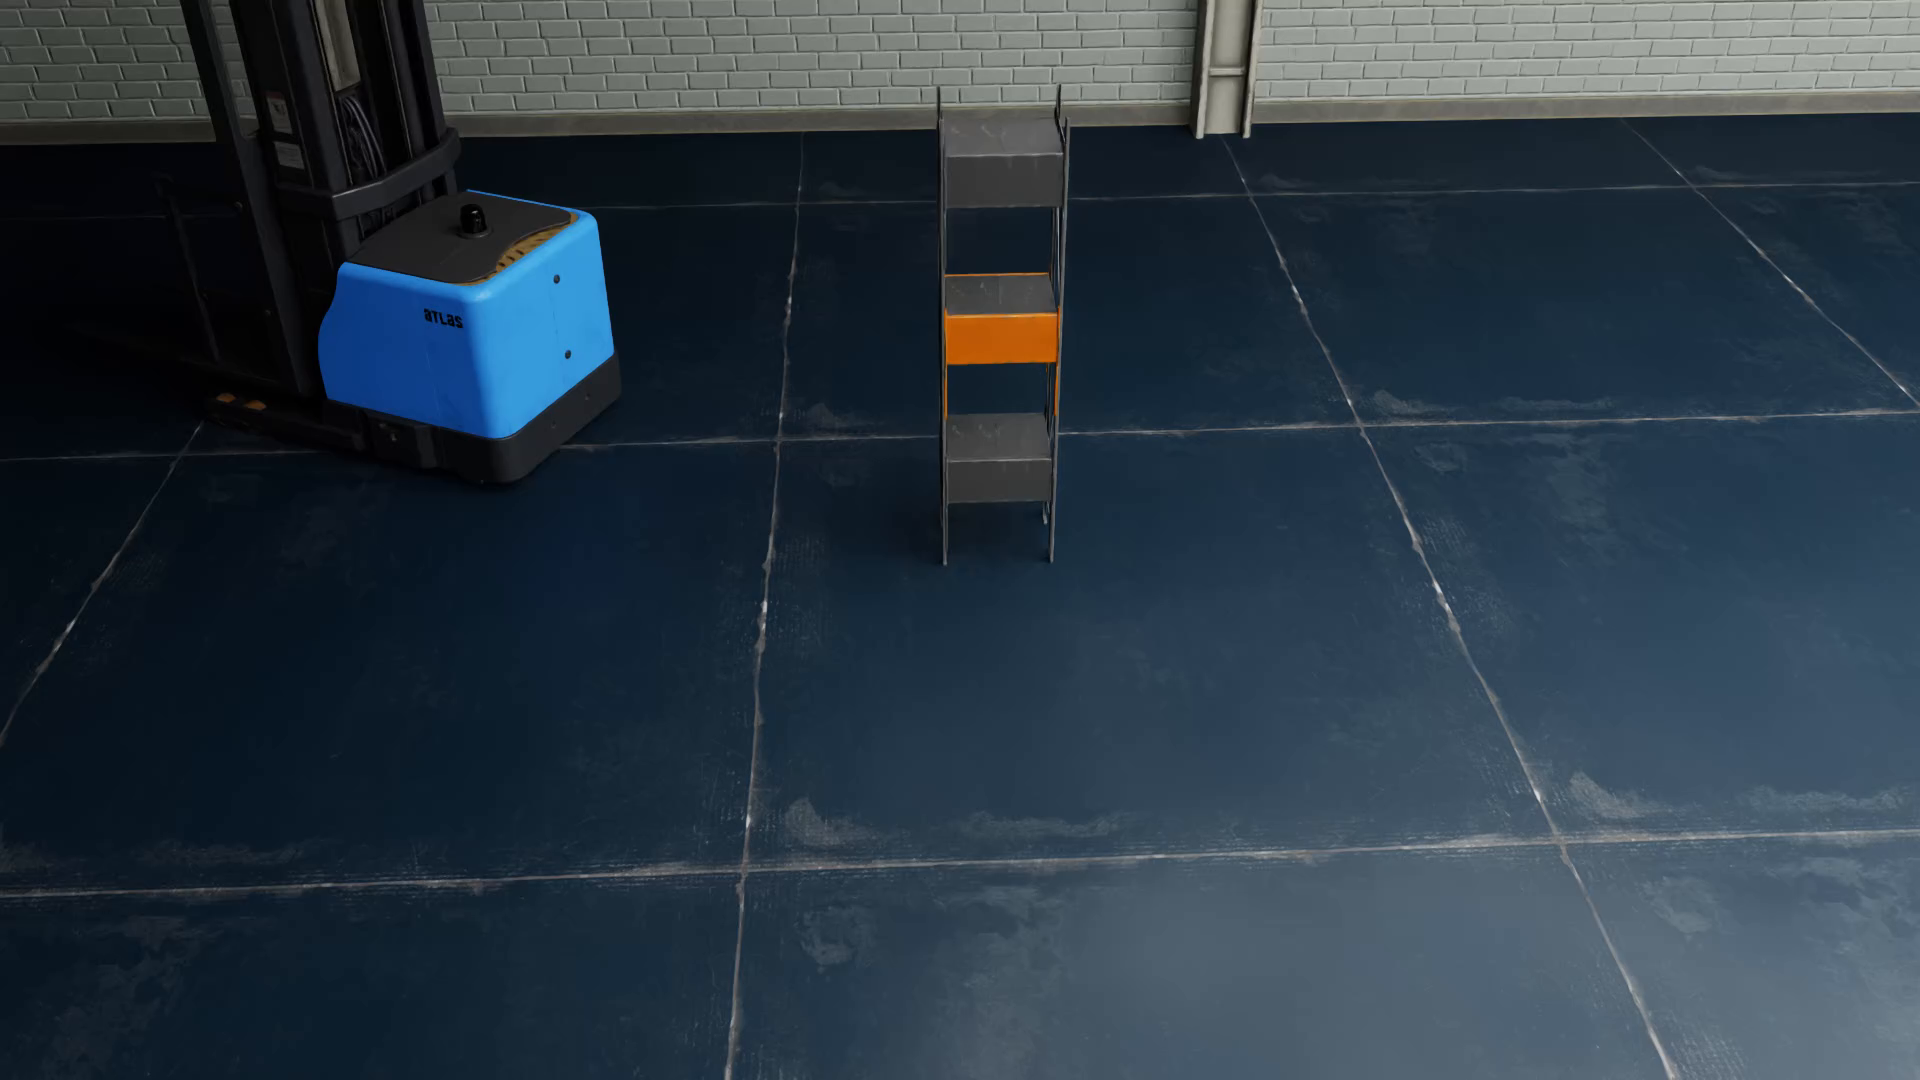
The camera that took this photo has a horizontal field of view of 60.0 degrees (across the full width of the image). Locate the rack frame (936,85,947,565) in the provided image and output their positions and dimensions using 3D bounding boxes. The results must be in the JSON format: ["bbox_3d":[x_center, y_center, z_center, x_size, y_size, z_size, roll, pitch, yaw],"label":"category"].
[{"bbox_3d":[-0.078,-0.861,7.149,0.015,2.100,0.400,-2,35,-2],"label":"rack frame"}]

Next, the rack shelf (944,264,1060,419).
[{"bbox_3d":[0.165,-0.857,7.167,0.480,0.518,0.431,-2,35,-2],"label":"rack shelf"}]

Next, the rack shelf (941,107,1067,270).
[{"bbox_3d":[0.165,-1.432,6.768,0.480,0.518,0.431,-2,35,-2],"label":"rack shelf"}]

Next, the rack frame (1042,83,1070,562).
[{"bbox_3d":[0.409,-0.874,7.168,0.015,2.100,0.400,-2,35,-2],"label":"rack frame"}]

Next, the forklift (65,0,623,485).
[{"bbox_3d":[-3.340,-2.015,8.086,3.031,2.935,1.130,14,37,19],"label":"forklift"}]

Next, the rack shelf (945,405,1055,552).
[{"bbox_3d":[0.165,-0.281,7.565,0.480,0.518,0.431,-2,35,-2],"label":"rack shelf"}]

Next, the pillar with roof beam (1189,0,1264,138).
[{"bbox_3d":[2.079,-4.221,5.941,0.400,9.000,9.100,-2,35,-2],"label":"pillar with roof beam"}]

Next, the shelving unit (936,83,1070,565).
[{"bbox_3d":[0.165,-0.868,7.159,0.503,2.100,0.431,-2,35,-2],"label":"shelving unit"}]

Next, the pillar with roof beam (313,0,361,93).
[{"bbox_3d":[-3.914,-4.059,5.708,0.400,9.000,9.100,-2,35,-2],"label":"pillar with roof beam"}]
